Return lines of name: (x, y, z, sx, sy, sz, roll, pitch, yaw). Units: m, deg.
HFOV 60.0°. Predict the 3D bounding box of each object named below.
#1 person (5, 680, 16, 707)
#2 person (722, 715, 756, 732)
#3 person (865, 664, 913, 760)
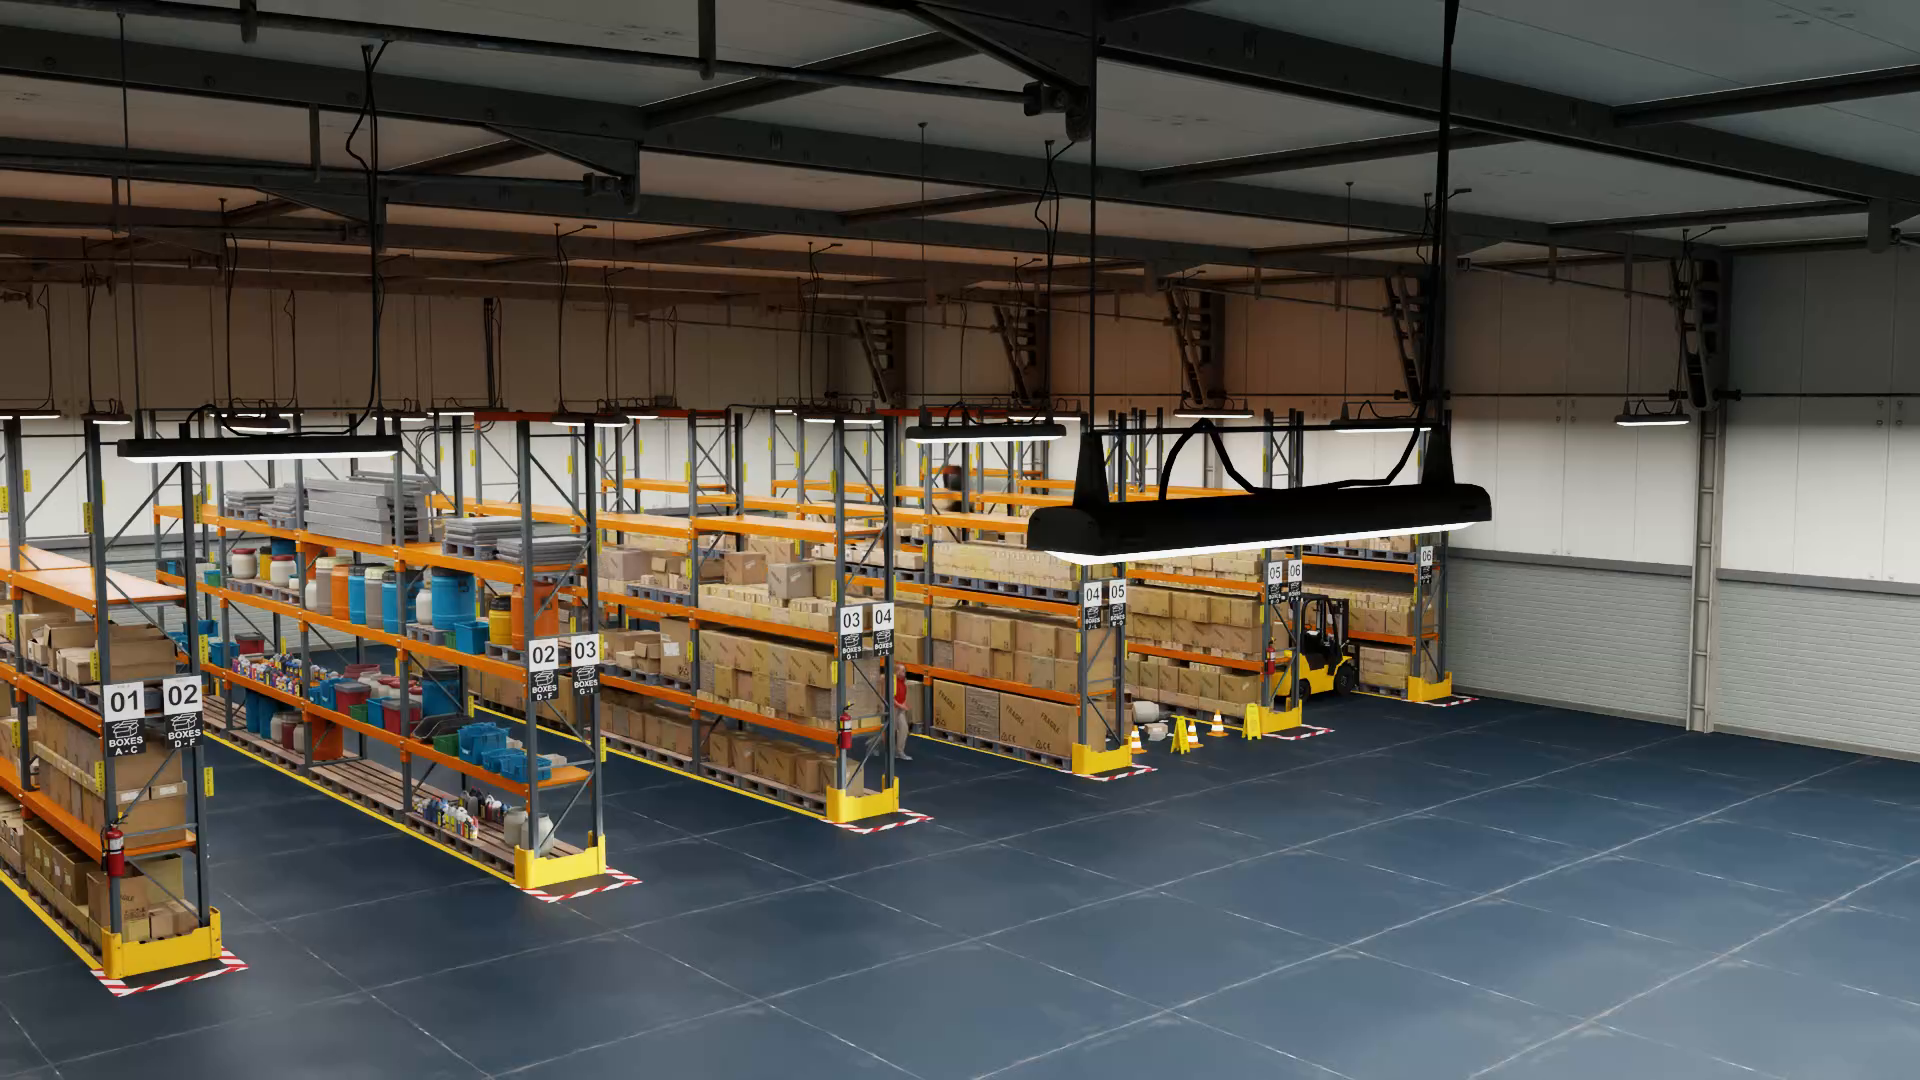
person: (-17.710, 2.816, 30.900, 0.801, 1.670, 0.493, 4, 6, 38)
person: (-4.232, 2.739, 31.436, 0.918, 1.687, 0.551, 3, 6, 31)
person: (-1.222, 2.971, 28.811, 0.850, 1.689, 0.660, 2, 6, 25)
